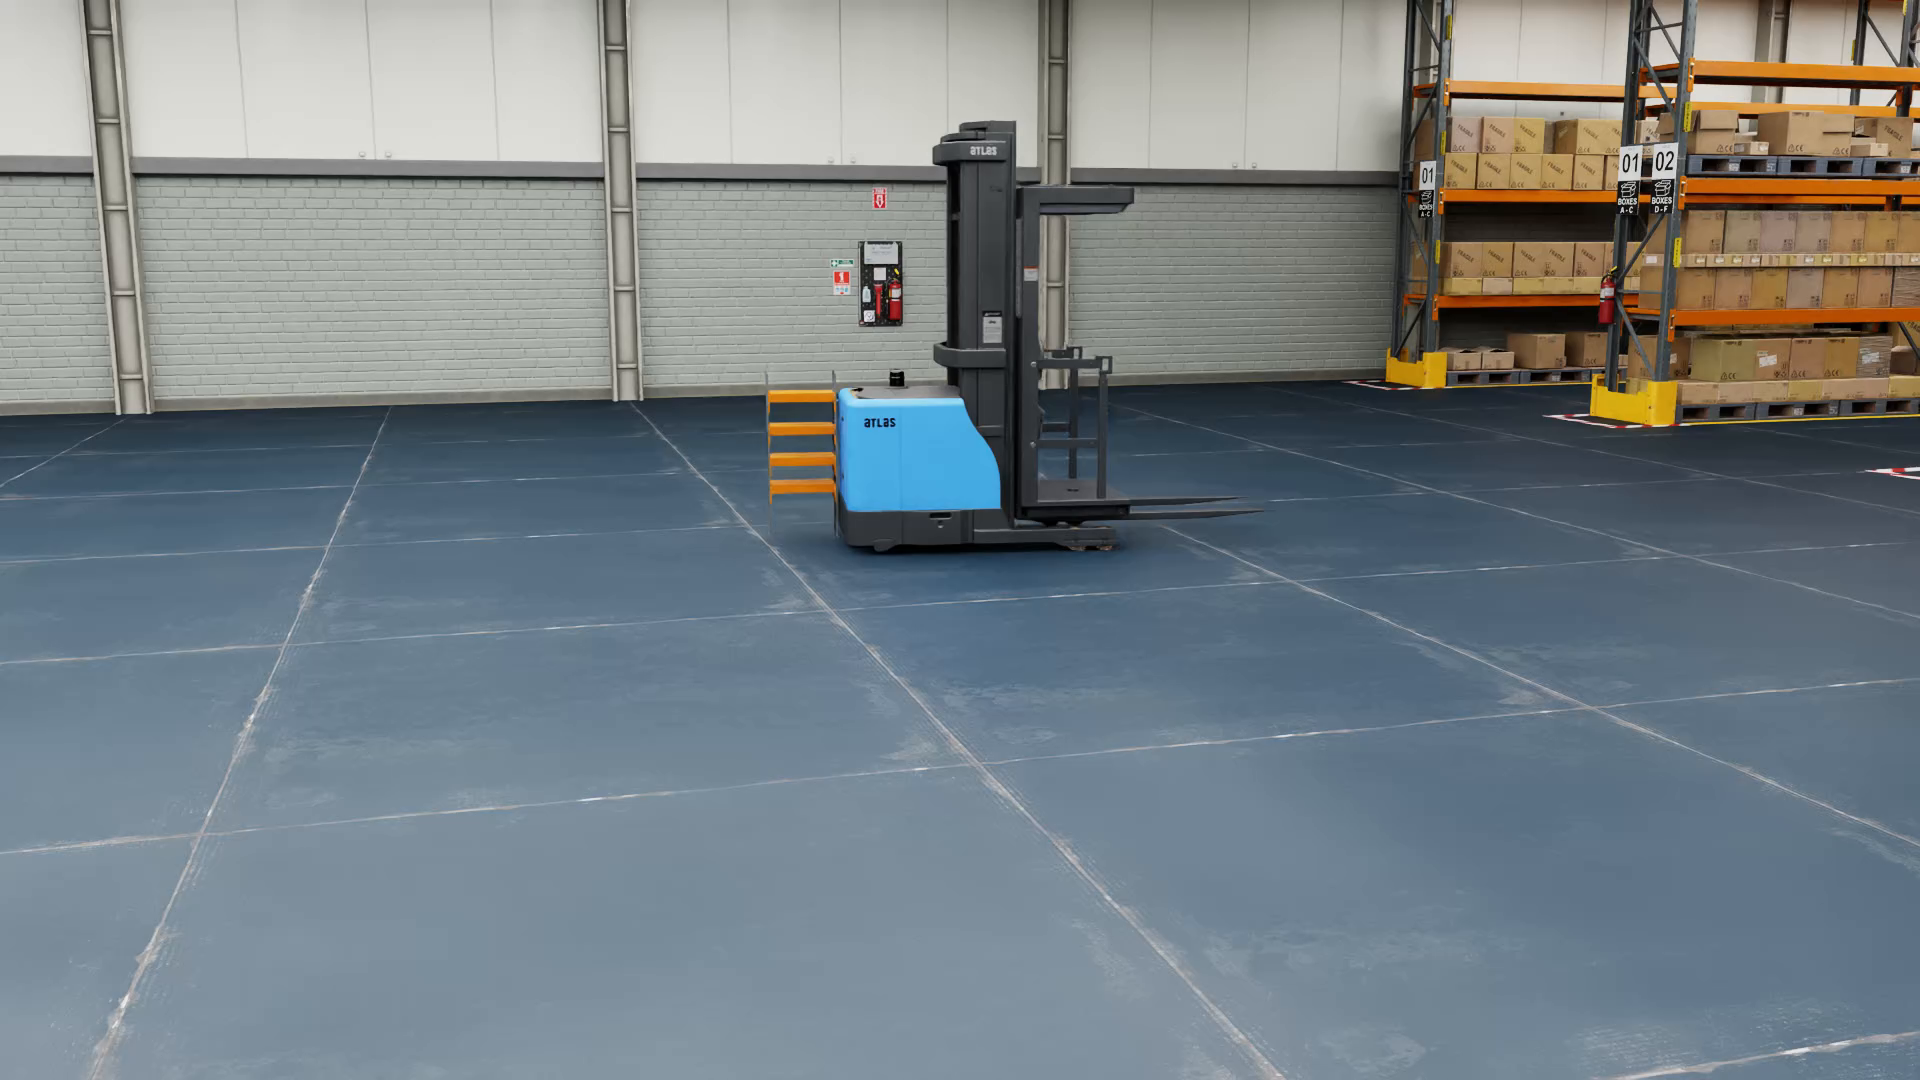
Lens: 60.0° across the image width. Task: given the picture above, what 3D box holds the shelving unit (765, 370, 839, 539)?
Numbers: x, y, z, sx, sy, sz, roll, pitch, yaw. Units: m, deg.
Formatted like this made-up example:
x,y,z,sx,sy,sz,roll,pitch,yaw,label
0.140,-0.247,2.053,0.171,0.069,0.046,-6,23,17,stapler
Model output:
x,y,z,sx,sy,sz,roll,pitch,yaw,label
-1.153,-0.625,12.125,0.503,1.200,0.258,-2,11,-8,shelving unit

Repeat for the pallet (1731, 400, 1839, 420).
x,y,z,sx,sy,sz,roll,pitch,yaw,label
9.926,-1.649,20.418,1.213,0.211,1.003,-3,11,-16,pallet

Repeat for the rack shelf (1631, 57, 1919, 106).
x,y,z,sx,sy,sz,roll,pitch,yaw,label
9.954,-5.414,19.692,4.000,0.370,1.077,-3,11,-16,rack shelf

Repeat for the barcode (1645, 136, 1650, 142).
x,y,z,sx,sy,sz,roll,pitch,yaw,label
8.189,-4.773,19.799,0.075,0.075,0.001,-3,11,-16,barcode

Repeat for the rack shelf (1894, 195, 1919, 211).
x,y,z,sx,sy,sz,roll,pitch,yaw,label
13.795,-4.338,21.027,4.000,0.370,1.077,-3,11,-16,rack shelf

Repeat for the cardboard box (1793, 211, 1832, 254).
x,y,z,sx,sy,sz,roll,pitch,yaw,label
10.005,-3.703,20.015,0.500,0.500,0.700,-3,11,-16,cardboard box

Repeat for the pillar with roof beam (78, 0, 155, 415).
x,y,z,sx,sy,sz,roll,pitch,yaw,label
-9.003,-5.251,15.714,0.400,9.000,9.100,-3,11,-16,pillar with roof beam

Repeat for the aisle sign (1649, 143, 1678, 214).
x,y,z,sx,sy,sz,roll,pitch,yaw,label
8.057,-4.135,19.042,0.004,0.787,0.394,-3,11,-16,aisle sign

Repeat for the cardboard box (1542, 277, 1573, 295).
x,y,z,sx,sy,sz,roll,pitch,yaw,label
8.674,-3.758,24.534,0.500,0.250,0.500,-3,11,-15,cardboard box

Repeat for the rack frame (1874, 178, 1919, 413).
x,y,z,sx,sy,sz,roll,pitch,yaw,label
11.875,-3.115,20.684,0.127,3.000,1.000,-3,11,-16,rack frame

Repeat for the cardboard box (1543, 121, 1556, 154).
x,y,z,sx,sy,sz,roll,pitch,yaw,label
8.472,-5.942,24.659,0.500,0.500,0.500,-3,11,-16,cardboard box

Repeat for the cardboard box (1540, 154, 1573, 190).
x,y,z,sx,sy,sz,roll,pitch,yaw,label
8.568,-5.360,24.262,0.500,0.500,0.500,-2,11,-12,cardboard box

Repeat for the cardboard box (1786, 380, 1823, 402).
x,y,z,sx,sy,sz,roll,pitch,yaw,label
10.052,-1.831,20.143,0.500,0.250,0.500,-3,11,-16,cardboard box

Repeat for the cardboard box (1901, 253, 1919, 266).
x,y,z,sx,sy,sz,roll,pitch,yaw,label
11.435,-3.420,20.273,0.250,0.149,0.380,-3,11,-17,cardboard box

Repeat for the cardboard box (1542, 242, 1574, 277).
x,y,z,sx,sy,sz,roll,pitch,yaw,label
8.656,-4.127,24.468,0.500,0.500,0.500,-3,11,-14,cardboard box

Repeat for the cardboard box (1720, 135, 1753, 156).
x,y,z,sx,sy,sz,roll,pitch,yaw,label
9.066,-4.694,19.841,0.500,0.250,0.500,-3,11,-16,cardboard box

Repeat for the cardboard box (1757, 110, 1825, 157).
x,y,z,sx,sy,sz,roll,pitch,yaw,label
9.705,-4.749,19.451,0.500,0.500,0.500,-3,11,-16,cardboard box

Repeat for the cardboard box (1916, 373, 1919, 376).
x,y,z,sx,sy,sz,roll,pitch,yaw,label
12.331,-1.947,20.772,0.500,0.250,0.500,-3,11,-17,cardboard box

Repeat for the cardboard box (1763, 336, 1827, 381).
x,y,z,sx,sy,sz,roll,pitch,yaw,label
10.052,-2.200,20.074,0.500,0.500,0.500,-3,11,-16,cardboard box

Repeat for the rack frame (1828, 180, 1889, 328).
x,y,z,sx,sy,sz,roll,pitch,yaw,label
14.327,-4.179,26.460,0.127,3.000,1.000,-3,11,-16,rack frame

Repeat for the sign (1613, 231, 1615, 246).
x,y,z,sx,sy,sz,roll,pitch,yaw,label
7.896,-3.694,19.974,0.005,0.325,0.100,-3,11,-16,sign

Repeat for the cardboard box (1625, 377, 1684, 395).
x,y,z,sx,sy,sz,roll,pitch,yaw,label
8.466,-1.846,20.222,0.500,0.250,0.500,-3,11,-16,cardboard box

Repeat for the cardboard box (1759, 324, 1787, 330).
x,y,z,sx,sy,sz,roll,pitch,yaw,label
12.593,-3.444,26.088,0.500,0.250,0.500,-3,11,-16,cardboard box

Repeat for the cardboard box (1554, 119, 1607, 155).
x,y,z,sx,sy,sz,roll,pitch,yaw,label
9.059,-5.872,24.280,0.500,0.500,0.500,-3,11,-18,cardboard box

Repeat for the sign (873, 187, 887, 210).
x,y,z,sx,sy,sz,roll,pitch,yaw,label
-1.104,-4.695,22.860,0.199,0.298,0.001,-3,11,-16,sign

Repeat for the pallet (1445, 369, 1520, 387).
x,y,z,sx,sy,sz,roll,pitch,yaw,label
7.509,-2.441,24.724,1.213,0.211,1.003,-3,11,-16,pallet

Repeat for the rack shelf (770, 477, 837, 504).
x,y,z,sx,sy,sz,roll,pitch,yaw,label
-1.153,-0.363,12.173,0.480,0.148,0.258,-2,11,-8,rack shelf

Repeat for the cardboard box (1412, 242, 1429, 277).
x,y,z,sx,sy,sz,roll,pitch,yaw,label
7.039,-4.140,24.535,0.500,0.500,0.500,-3,11,-17,cardboard box

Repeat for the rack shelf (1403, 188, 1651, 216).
x,y,z,sx,sy,sz,roll,pitch,yaw,label
8.566,-4.996,24.604,4.000,0.370,1.077,-3,11,-16,rack shelf

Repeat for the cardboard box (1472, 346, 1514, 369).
x,y,z,sx,sy,sz,roll,pitch,yaw,label
7.883,-2.716,24.726,0.500,0.311,0.500,-2,11,-11,cardboard box

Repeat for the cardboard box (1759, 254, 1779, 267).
x,y,z,sx,sy,sz,roll,pitch,yaw,label
9.462,-3.316,19.706,0.250,0.149,0.380,-3,11,-18,cardboard box

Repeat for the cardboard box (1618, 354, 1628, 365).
x,y,z,sx,sy,sz,roll,pitch,yaw,label
9.981,-2.767,25.402,0.250,0.166,0.380,-5,11,-23,cardboard box

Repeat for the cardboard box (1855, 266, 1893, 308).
x,y,z,sx,sy,sz,roll,pitch,yaw,label
10.946,-3.113,20.396,0.500,0.500,0.700,-3,11,-17,cardboard box

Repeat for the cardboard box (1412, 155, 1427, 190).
x,y,z,sx,sy,sz,roll,pitch,yaw,label
6.976,-5.373,24.332,0.500,0.500,0.500,-2,11,-12,cardboard box

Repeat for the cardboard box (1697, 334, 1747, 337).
x,y,z,sx,sy,sz,roll,pitch,yaw,label
9.422,-2.268,20.444,0.500,0.500,0.500,-3,11,-16,cardboard box

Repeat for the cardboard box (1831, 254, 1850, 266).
x,y,z,sx,sy,sz,roll,pitch,yaw,label
10.454,-3.368,19.991,0.250,0.149,0.380,-3,11,-14,cardboard box

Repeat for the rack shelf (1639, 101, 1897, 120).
x,y,z,sx,sy,sz,roll,pitch,yaw,label
12.407,-6.477,25.468,4.000,0.370,1.077,-3,11,-16,rack shelf

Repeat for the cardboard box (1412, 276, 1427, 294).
x,y,z,sx,sy,sz,roll,pitch,yaw,label
7.041,-3.767,24.584,0.500,0.250,0.500,-3,11,-15,cardboard box

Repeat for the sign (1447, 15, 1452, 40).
x,y,z,sx,sy,sz,roll,pitch,yaw,label
6.797,-7.128,23.114,0.005,0.325,0.100,-3,11,-16,sign

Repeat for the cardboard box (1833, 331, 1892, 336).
x,y,z,sx,sy,sz,roll,pitch,yaw,label
11.342,-2.369,20.995,0.500,0.500,0.500,-3,11,-16,cardboard box

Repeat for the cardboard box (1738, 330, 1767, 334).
x,y,z,sx,sy,sz,roll,pitch,yaw,label
12.172,-3.057,26.057,0.500,0.500,0.700,-3,11,-15,cardboard box

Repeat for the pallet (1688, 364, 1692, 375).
x,y,z,sx,sy,sz,roll,pitch,yaw,label
11.234,-2.645,25.828,1.213,0.211,1.003,-3,11,-16,pallet

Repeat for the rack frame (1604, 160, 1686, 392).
x,y,z,sx,sy,sz,roll,pitch,yaw,label
8.034,-2.913,19.584,0.127,3.000,1.000,-3,11,-16,rack frame

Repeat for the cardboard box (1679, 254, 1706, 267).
x,y,z,sx,sy,sz,roll,pitch,yaw,label
8.471,-3.263,19.421,0.250,0.149,0.380,-3,11,-16,cardboard box

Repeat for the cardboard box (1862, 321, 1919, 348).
x,y,z,sx,sy,sz,roll,pitch,yaw,label
15.070,-3.342,26.695,0.750,0.750,0.750,-3,11,-17,cardboard box

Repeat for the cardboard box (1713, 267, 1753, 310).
x,y,z,sx,sy,sz,roll,pitch,yaw,label
8.989,-3.011,19.840,0.500,0.500,0.700,-3,11,-14,cardboard box

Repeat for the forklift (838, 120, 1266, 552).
x,y,z,sx,sy,sz,roll,pitch,yaw,label
0.658,-1.458,11.870,3.031,2.935,1.130,-1,11,-8,forklift

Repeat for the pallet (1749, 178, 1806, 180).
x,y,z,sx,sy,sz,roll,pitch,yaw,label
12.104,-5.425,25.463,1.003,0.211,1.213,-3,11,-16,pallet

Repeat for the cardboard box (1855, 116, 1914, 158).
x,y,z,sx,sy,sz,roll,pitch,yaw,label
11.317,-4.935,20.463,0.500,0.500,0.500,-2,11,-11,cardboard box
